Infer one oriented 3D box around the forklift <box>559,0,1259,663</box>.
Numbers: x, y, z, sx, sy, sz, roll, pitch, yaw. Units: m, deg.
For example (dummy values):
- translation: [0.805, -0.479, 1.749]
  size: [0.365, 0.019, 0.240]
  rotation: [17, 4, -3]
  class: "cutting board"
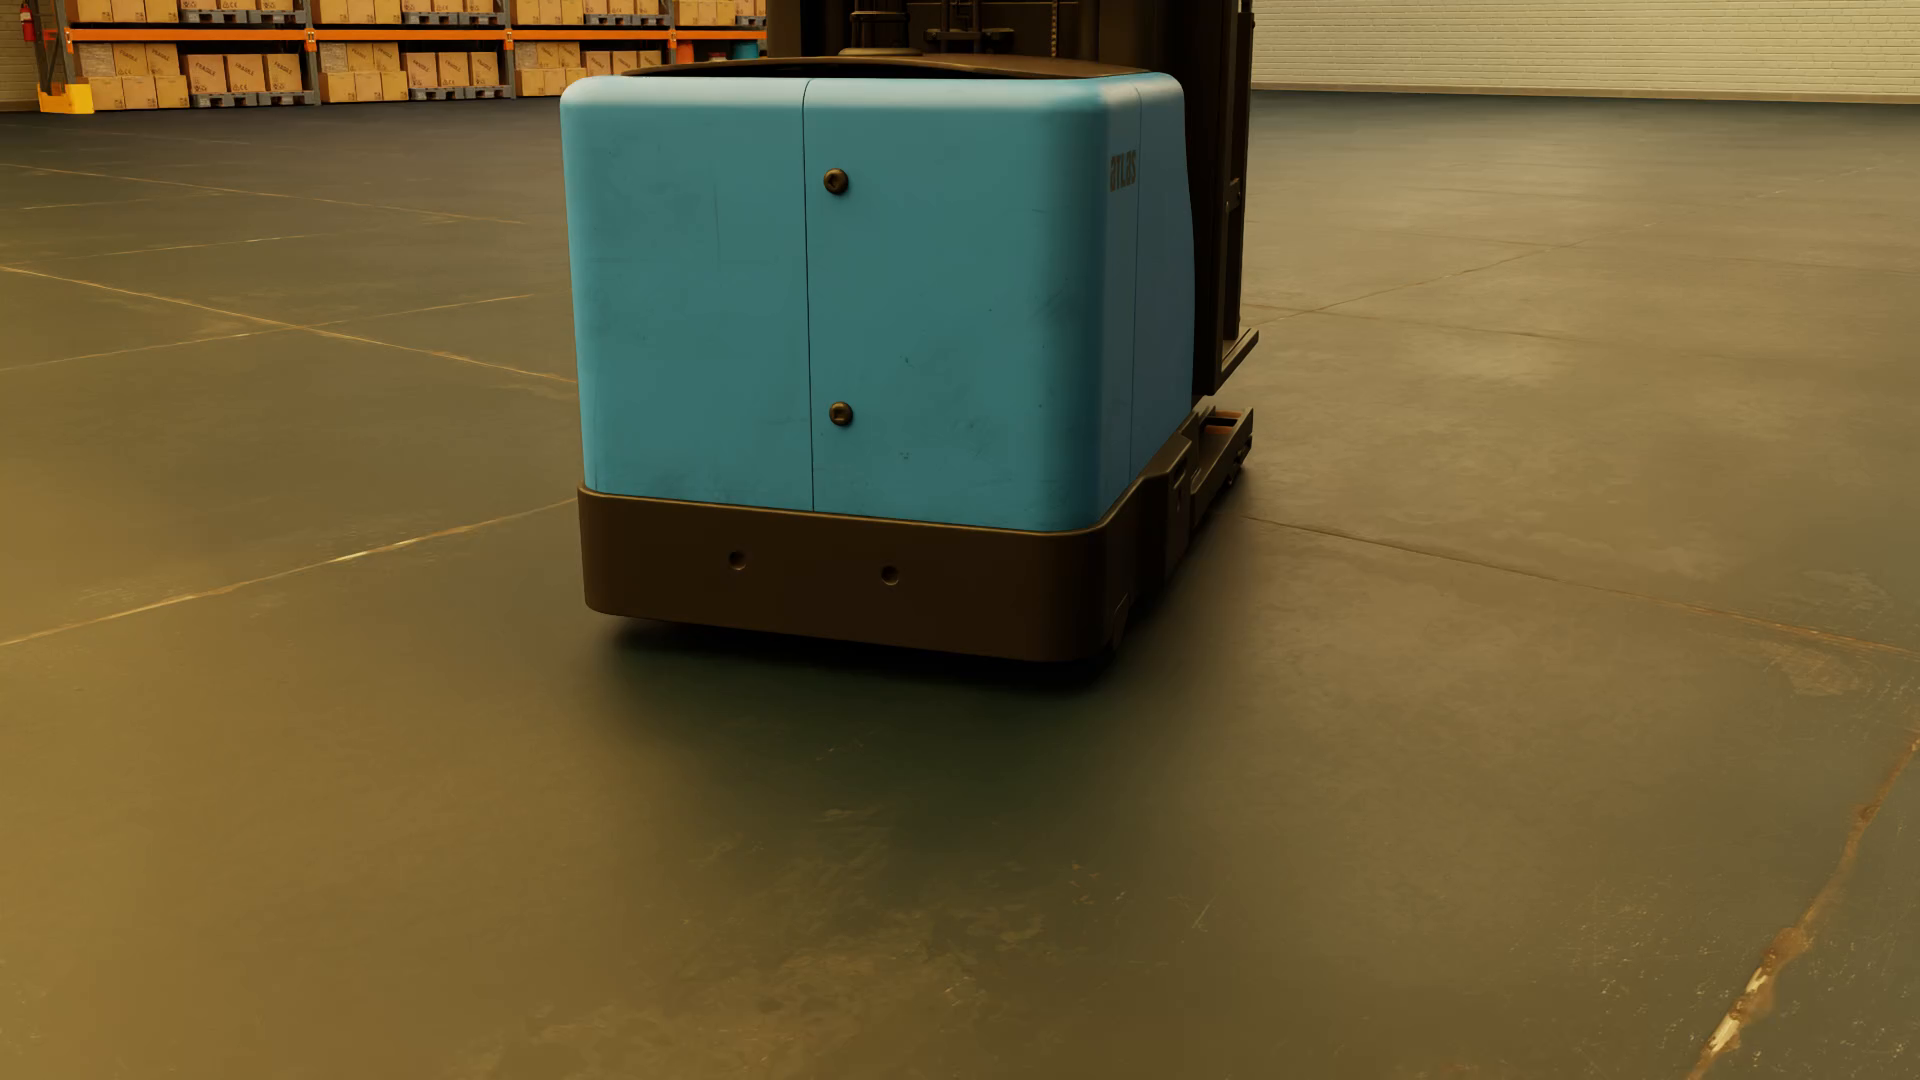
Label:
- translation: [0.182, -1.571, 4.072]
  size: [1.130, 2.935, 3.031]
  rotation: [5, 18, 17]
  class: "forklift"
